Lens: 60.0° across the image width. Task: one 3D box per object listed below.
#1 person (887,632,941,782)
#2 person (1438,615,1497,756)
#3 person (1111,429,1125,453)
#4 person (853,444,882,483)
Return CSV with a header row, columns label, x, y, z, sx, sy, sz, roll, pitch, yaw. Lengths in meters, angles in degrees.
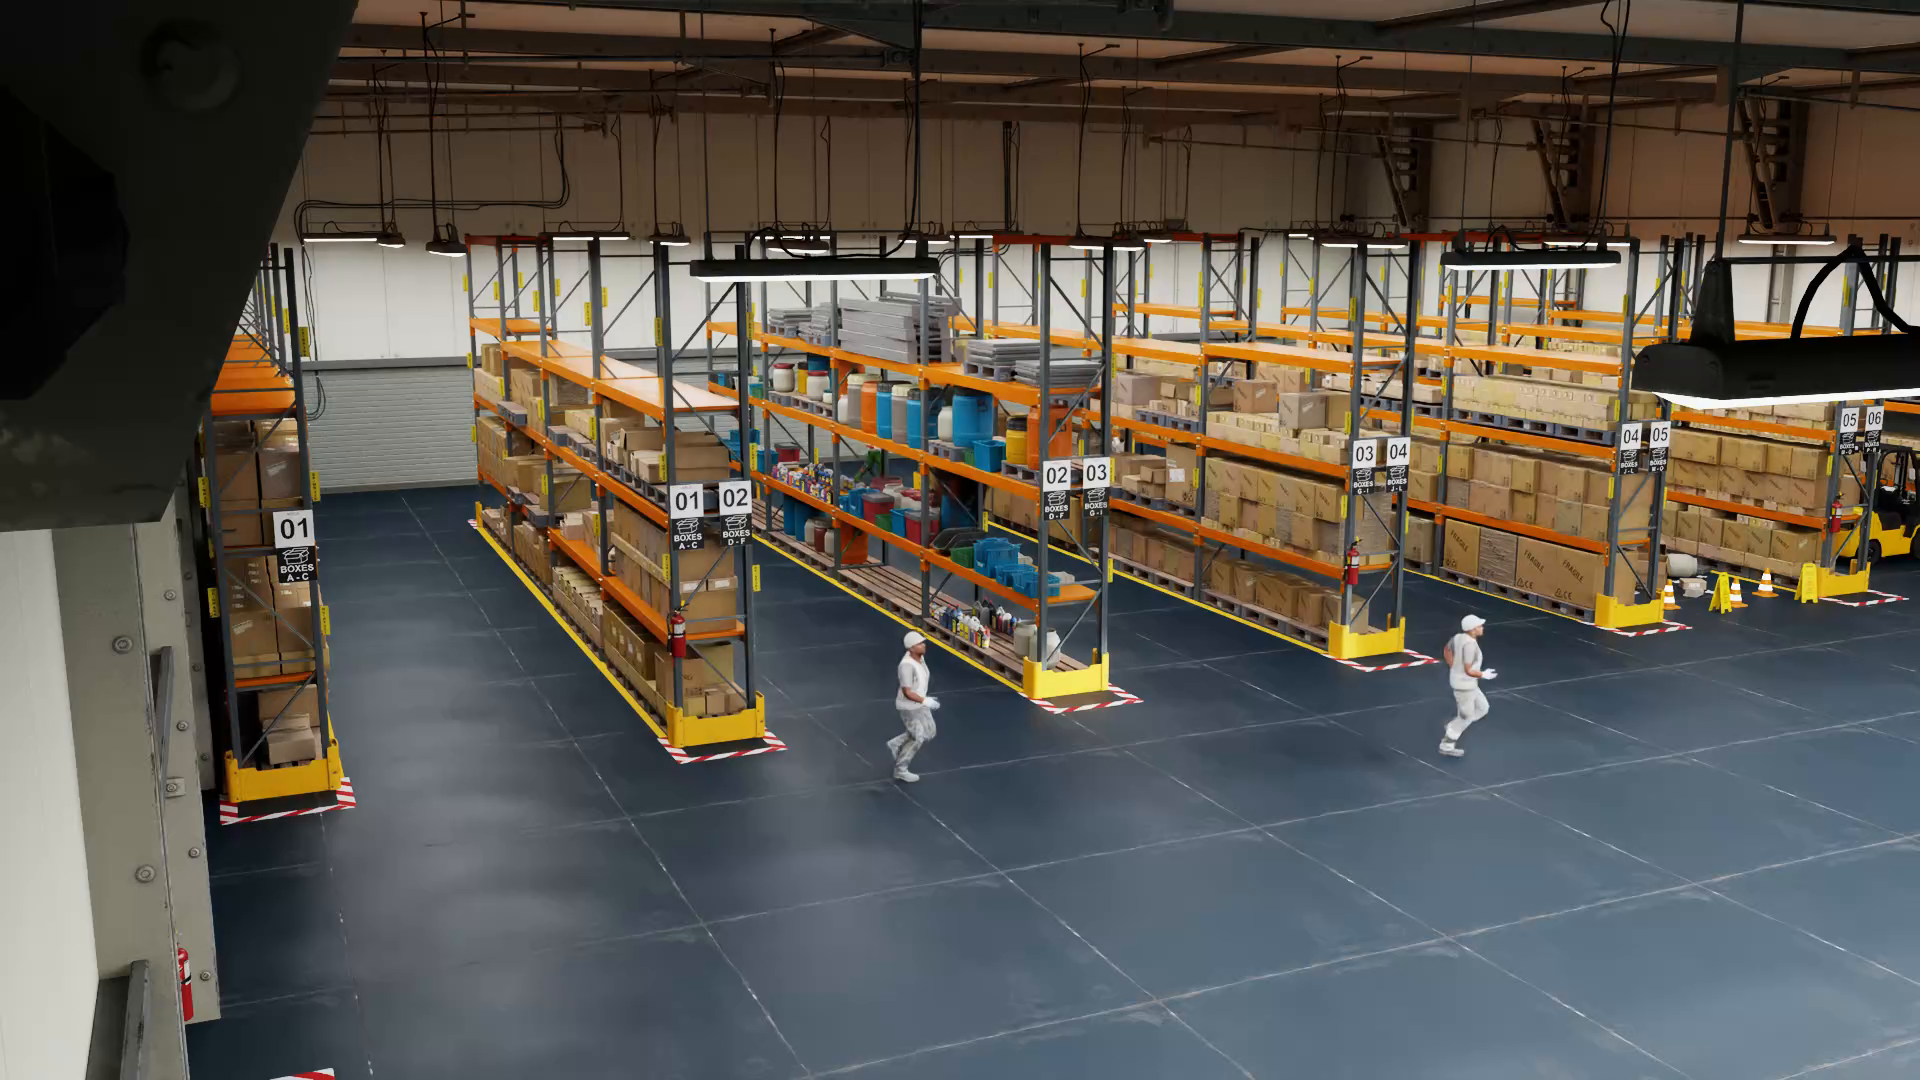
label,x,y,z,sx,sy,sz,roll,pitch,yaw
person,-0.497,1.847,18.902,0.612,1.672,0.711,2,11,10
person,6.009,1.722,19.640,0.598,1.735,0.659,2,11,9
person,3.483,-1.716,37.722,0.704,1.723,1.022,-6,13,-30
person,-2.023,-2.118,39.189,1.001,1.772,0.661,-4,12,-20
